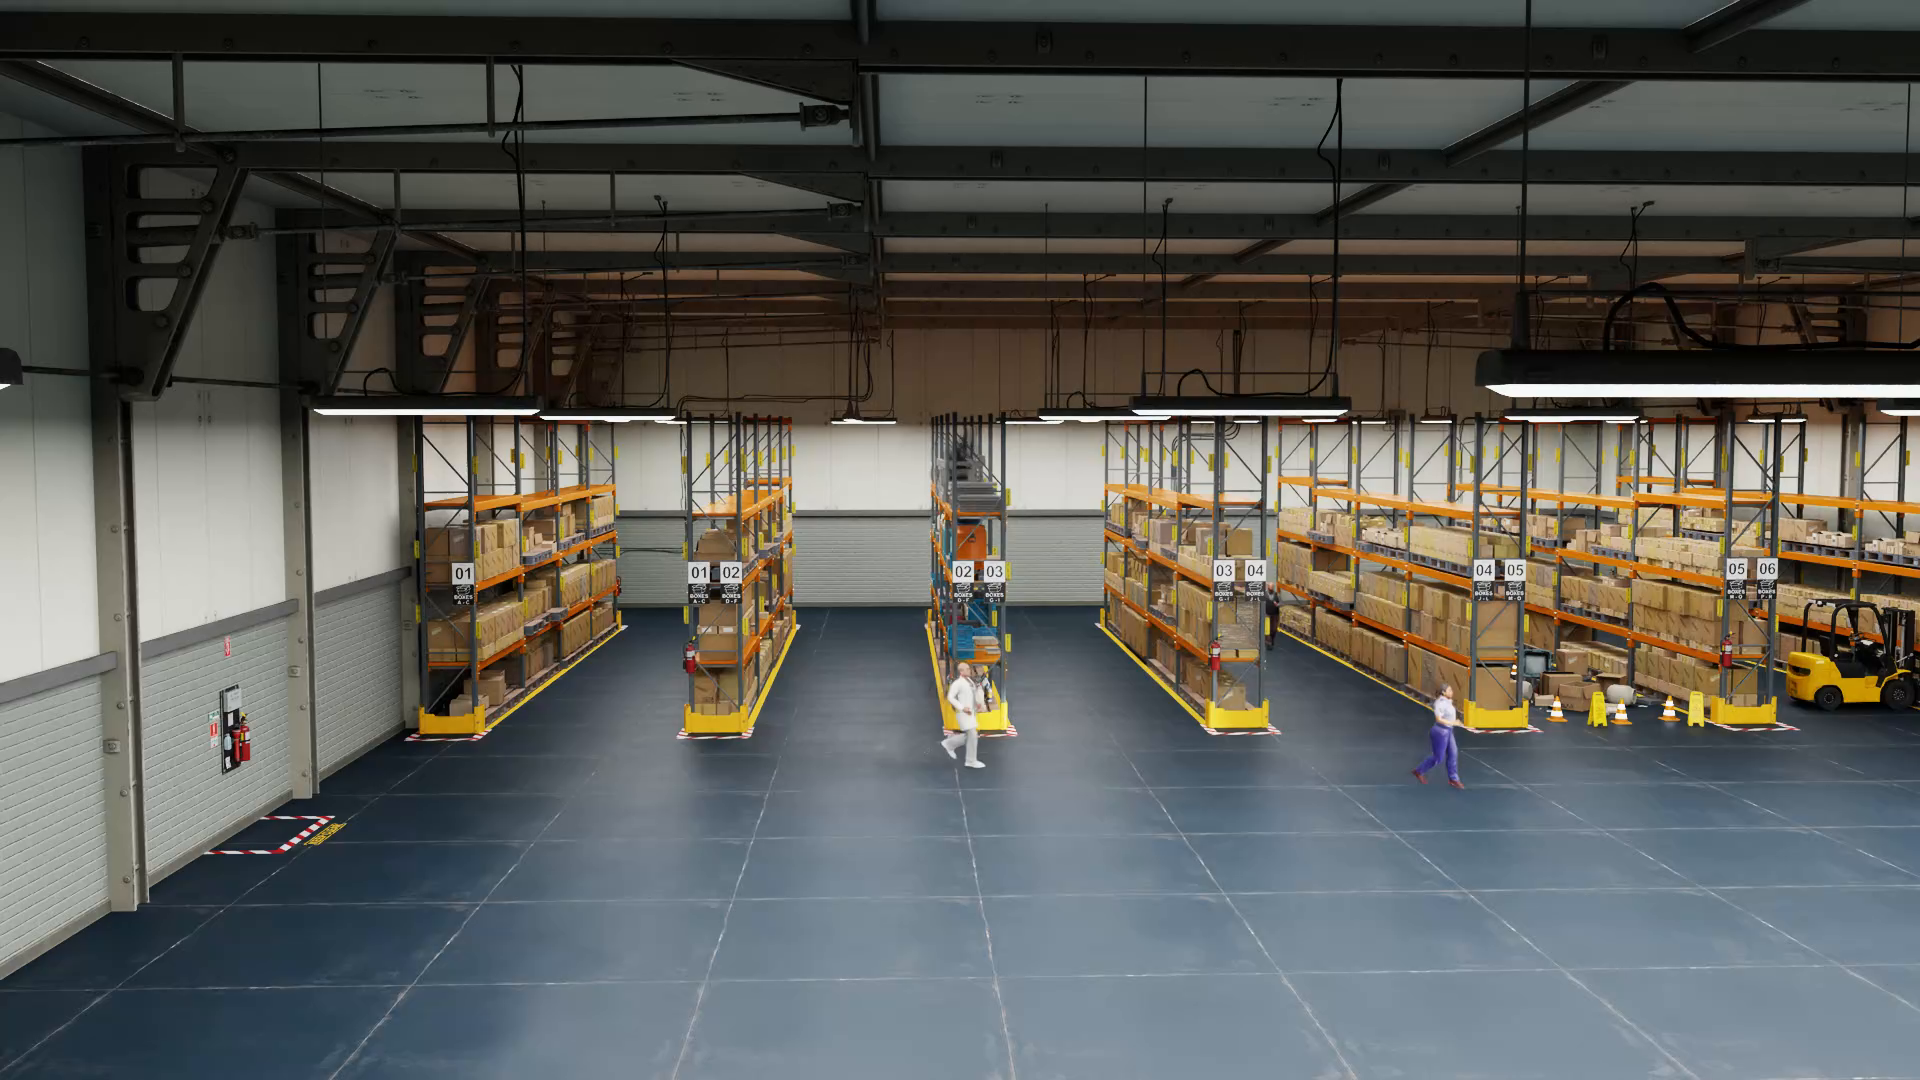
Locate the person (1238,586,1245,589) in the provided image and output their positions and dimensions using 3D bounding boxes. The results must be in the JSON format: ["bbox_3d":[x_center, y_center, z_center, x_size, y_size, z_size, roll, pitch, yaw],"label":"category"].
[{"bbox_3d":[7.881,1.646,47.790,0.670,1.763,0.772,2,4,22],"label":"person"}]

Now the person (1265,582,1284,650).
[{"bbox_3d":[7.980,1.936,42.692,0.657,1.703,0.949,0,4,0],"label":"person"}]

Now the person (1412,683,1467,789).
[{"bbox_3d":[7.638,3.106,26.423,0.829,1.678,0.624,2,4,29],"label":"person"}]

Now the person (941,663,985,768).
[{"bbox_3d":[0.035,2.940,27.990,0.833,1.755,0.739,2,4,24],"label":"person"}]
